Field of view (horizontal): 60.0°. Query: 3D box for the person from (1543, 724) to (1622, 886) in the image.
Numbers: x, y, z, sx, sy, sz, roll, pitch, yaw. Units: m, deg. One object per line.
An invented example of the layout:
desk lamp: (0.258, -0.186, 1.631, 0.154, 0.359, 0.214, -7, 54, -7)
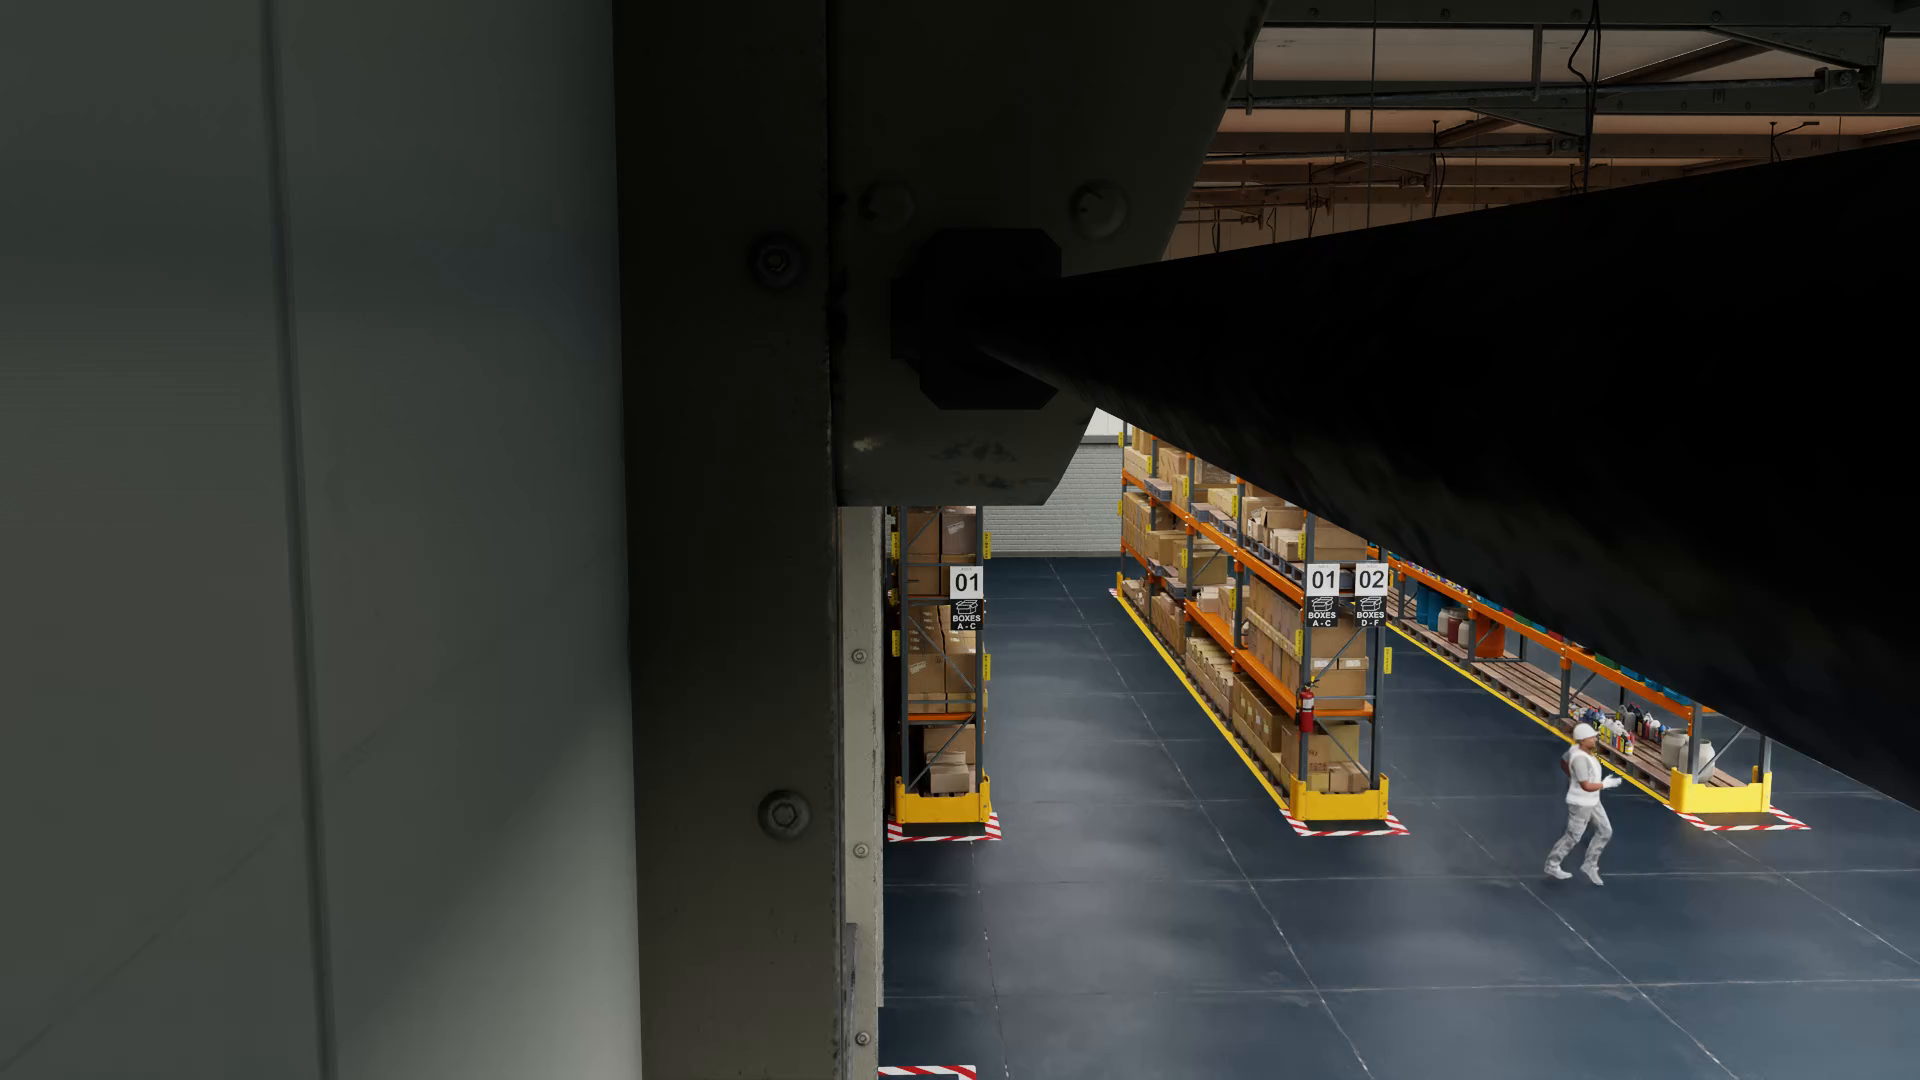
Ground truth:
person: (6.830, 2.908, 18.199, 0.758, 1.837, 0.658, 5, 9, 30)
